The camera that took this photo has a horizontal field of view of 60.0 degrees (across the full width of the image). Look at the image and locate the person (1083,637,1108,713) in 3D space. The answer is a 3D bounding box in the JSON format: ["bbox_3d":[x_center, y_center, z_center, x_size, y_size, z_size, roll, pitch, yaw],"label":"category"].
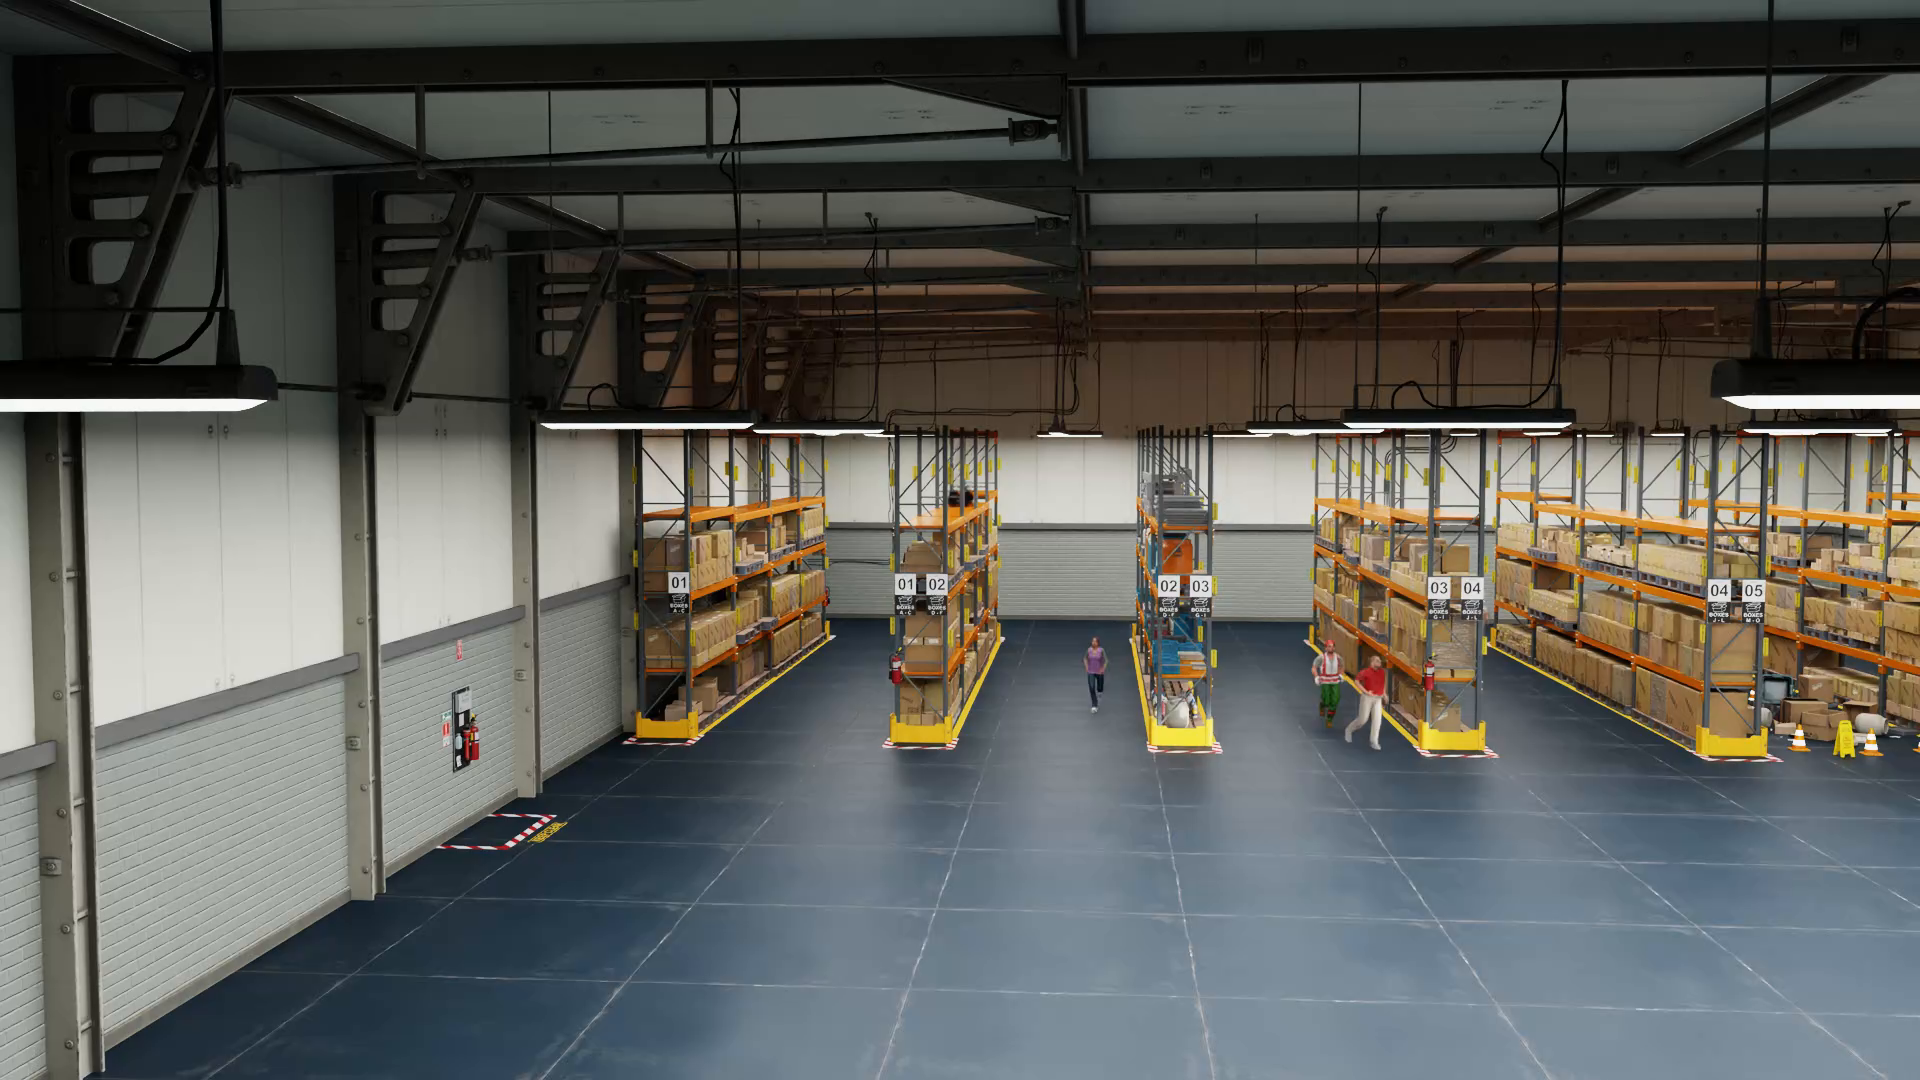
[{"bbox_3d":[2.883,2.841,35.347,0.530,1.570,0.853,0,3,6],"label":"person"}]

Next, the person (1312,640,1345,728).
[{"bbox_3d":[7.398,2.863,33.327,0.670,1.752,0.611,0,3,-5],"label":"person"}]

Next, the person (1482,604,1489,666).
[{"bbox_3d":[13.224,2.278,42.611,0.667,1.823,0.926,1,3,10],"label":"person"}]

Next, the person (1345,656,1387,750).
[{"bbox_3d":[7.709,3.005,31.051,0.730,1.689,0.952,-1,4,-20],"label":"person"}]
